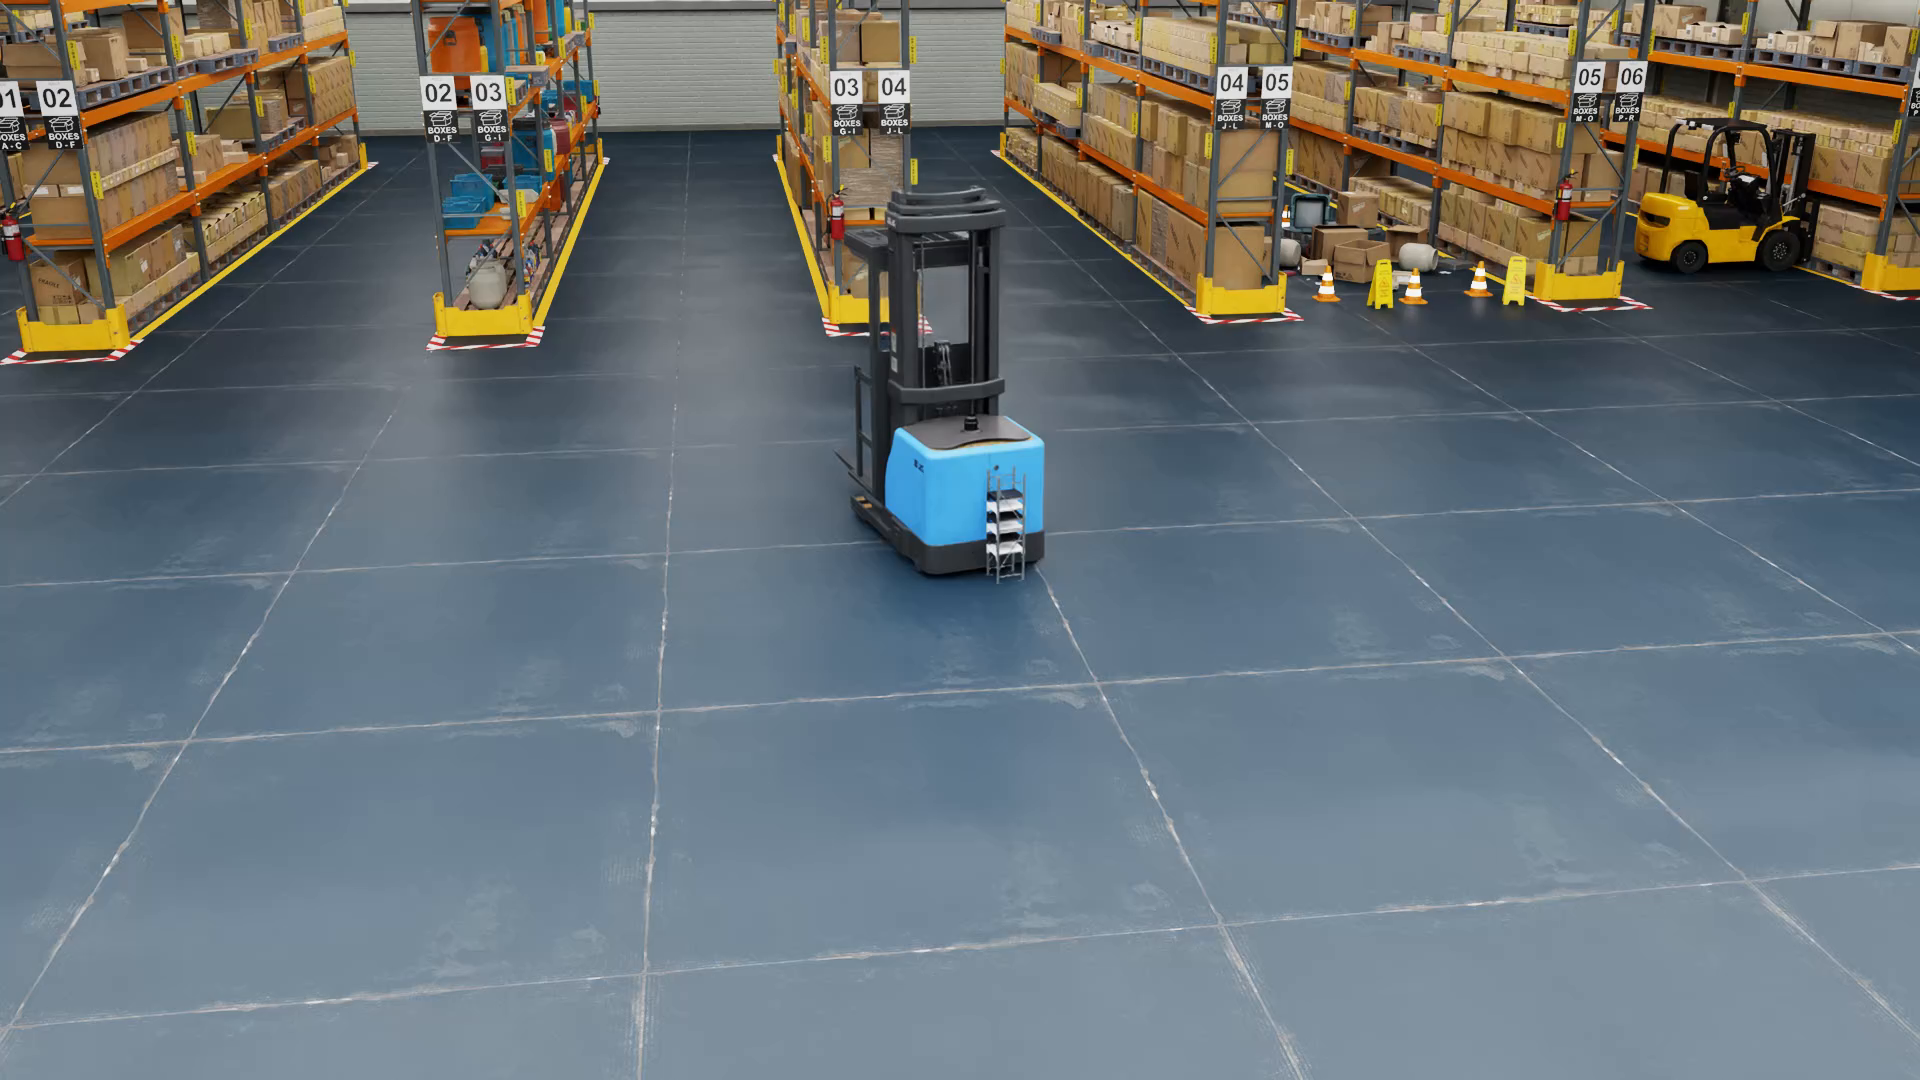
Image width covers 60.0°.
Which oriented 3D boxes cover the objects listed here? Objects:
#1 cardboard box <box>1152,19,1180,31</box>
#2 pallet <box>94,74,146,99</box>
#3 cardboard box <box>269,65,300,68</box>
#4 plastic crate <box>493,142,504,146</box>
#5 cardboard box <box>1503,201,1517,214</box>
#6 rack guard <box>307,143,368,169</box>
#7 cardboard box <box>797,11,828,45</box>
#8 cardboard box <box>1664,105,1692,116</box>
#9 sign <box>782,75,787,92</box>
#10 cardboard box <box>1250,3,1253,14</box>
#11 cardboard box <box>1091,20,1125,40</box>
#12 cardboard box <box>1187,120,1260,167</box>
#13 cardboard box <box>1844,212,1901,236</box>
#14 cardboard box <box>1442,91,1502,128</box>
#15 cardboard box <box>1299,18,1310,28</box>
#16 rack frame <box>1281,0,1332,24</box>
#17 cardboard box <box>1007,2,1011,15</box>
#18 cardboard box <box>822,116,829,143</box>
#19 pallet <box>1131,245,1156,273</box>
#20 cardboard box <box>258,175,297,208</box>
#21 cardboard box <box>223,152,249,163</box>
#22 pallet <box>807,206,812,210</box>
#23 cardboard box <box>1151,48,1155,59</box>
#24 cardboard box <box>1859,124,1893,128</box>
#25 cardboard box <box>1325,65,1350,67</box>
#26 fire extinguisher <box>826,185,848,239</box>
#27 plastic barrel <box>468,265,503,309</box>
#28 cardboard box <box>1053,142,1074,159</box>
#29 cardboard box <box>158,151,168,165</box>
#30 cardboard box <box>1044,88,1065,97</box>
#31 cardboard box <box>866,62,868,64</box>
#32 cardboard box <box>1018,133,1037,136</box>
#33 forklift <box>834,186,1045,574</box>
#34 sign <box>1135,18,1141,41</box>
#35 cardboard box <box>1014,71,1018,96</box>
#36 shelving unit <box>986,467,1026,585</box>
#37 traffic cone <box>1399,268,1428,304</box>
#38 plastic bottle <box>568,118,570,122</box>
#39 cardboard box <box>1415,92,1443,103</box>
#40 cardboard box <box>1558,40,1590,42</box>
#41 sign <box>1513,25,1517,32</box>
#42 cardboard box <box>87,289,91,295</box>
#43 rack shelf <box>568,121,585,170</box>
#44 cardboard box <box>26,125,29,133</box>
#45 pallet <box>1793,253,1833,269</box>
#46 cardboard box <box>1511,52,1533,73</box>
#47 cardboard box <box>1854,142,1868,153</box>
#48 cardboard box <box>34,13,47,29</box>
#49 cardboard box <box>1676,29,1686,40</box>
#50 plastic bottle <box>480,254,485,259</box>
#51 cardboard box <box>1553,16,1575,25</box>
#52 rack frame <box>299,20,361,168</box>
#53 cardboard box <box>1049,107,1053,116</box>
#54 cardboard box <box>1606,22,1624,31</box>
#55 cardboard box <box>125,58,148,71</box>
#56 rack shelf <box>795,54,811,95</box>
[{"bbox_3d":[3.002,-7.486,24.162,0.380,0.149,0.250,-3,21,-8],"label":"cardboard box"},{"bbox_3d":[-11.193,-5.835,21.392,1.003,0.211,1.213,-3,21,-8],"label":"pallet"},{"bbox_3d":[-13.146,-8.986,32.416,0.500,0.500,0.500,-3,21,-7],"label":"cardboard box"},{"bbox_3d":[-7.259,-6.276,26.640,0.402,0.464,0.583,-3,21,-8],"label":"plastic crate"},{"bbox_3d":[8.146,-4.839,24.217,0.380,0.149,0.250,-3,21,-7],"label":"cardboard box"},{"bbox_3d":[-13.233,-8.145,35.308,1.175,0.500,0.348,-3,21,-8],"label":"rack guard"},{"bbox_3d":[-2.405,-8.405,27.289,0.500,0.500,0.500,-3,21,-7],"label":"cardboard box"},{"bbox_3d":[12.409,-7.424,28.735,0.380,0.149,0.250,-3,21,-9],"label":"cardboard box"},{"bbox_3d":[-3.413,-8.869,32.326,0.100,0.325,0.005,-3,21,-8],"label":"sign"},{"bbox_3d":[6.532,-11.426,35.619,0.500,0.311,0.500,-3,21,-7],"label":"cardboard box"},{"bbox_3d":[2.522,-8.631,28.135,0.500,0.311,0.500,-3,21,-8],"label":"cardboard box"},{"bbox_3d":[3.603,-5.408,22.651,0.875,0.550,0.550,-3,21,-8],"label":"cardboard box"},{"bbox_3d":[13.208,-4.573,24.073,0.500,0.250,0.500,-2,21,-6],"label":"cardboard box"},{"bbox_3d":[7.944,-6.677,25.808,0.700,0.500,0.500,-3,21,-8],"label":"cardboard box"},{"bbox_3d":[6.778,-9.992,32.128,0.380,0.166,0.250,-4,21,-11],"label":"cardboard box"},{"bbox_3d":[6.942,-11.766,32.856,1.000,3.000,0.127,-3,21,-8],"label":"rack frame"},{"bbox_3d":[1.290,-11.456,35.814,0.500,0.250,0.500,-3,21,-7],"label":"cardboard box"},{"bbox_3d":[-1.606,-5.479,22.602,0.500,0.500,0.500,-3,21,-8],"label":"cardboard box"},{"bbox_3d":[3.244,-4.327,25.500,1.003,0.211,1.213,-3,21,-8],"label":"pallet"},{"bbox_3d":[-12.022,-6.134,29.296,0.500,0.500,0.500,-3,21,-8],"label":"cardboard box"},{"bbox_3d":[-11.688,-6.157,26.773,0.380,0.149,0.250,-3,21,-8],"label":"cardboard box"},{"bbox_3d":[-2.327,-6.041,30.089,1.003,0.211,1.213,-3,21,-8],"label":"pallet"},{"bbox_3d":[3.002,-7.113,24.301,0.380,0.149,0.250,-3,21,-8],"label":"cardboard box"},{"bbox_3d":[13.666,-6.124,24.832,0.380,0.149,0.250,-3,21,-9],"label":"cardboard box"},{"bbox_3d":[7.391,-8.973,32.382,0.500,0.500,0.500,-2,21,-6],"label":"cardboard box"},{"bbox_3d":[-1.574,-4.201,21.289,0.296,0.674,0.183,-3,21,-8],"label":"fire extinguisher"},{"bbox_3d":[-6.206,-3.306,21.736,0.421,0.512,0.421,0,20,0],"label":"plastic barrel"},{"bbox_3d":[2.052,-7.417,31.689,0.500,0.250,0.500,-2,21,-6],"label":"cardboard box"},{"bbox_3d":[-11.189,-5.278,22.991,0.380,0.149,0.250,-4,21,-9],"label":"cardboard box"},{"bbox_3d":[1.812,-8.508,31.618,0.380,0.149,0.250,-3,21,-8],"label":"cardboard box"},{"bbox_3d":[-1.045,-6.287,22.120,0.380,0.149,0.250,-3,21,-8],"label":"cardboard box"},{"bbox_3d":[1.438,-8.636,35.674,0.380,0.149,0.250,-2,21,-6],"label":"cardboard box"},{"bbox_3d":[-0.326,-1.580,14.258,1.130,2.935,3.031,-8,22,-20],"label":"forklift"},{"bbox_3d":[2.676,-7.665,24.975,0.100,0.325,0.005,-3,21,-8],"label":"sign"},{"bbox_3d":[1.434,-9.718,35.380,0.500,0.500,0.500,-3,21,-7],"label":"cardboard box"},{"bbox_3d":[0.366,-0.113,13.233,0.258,0.900,0.210,-8,22,-20],"label":"shelving unit"},{"bbox_3d":[6.284,-3.522,22.985,0.336,0.463,0.334,-3,21,-8],"label":"traffic cone"},{"bbox_3d":[-7.211,-7.599,30.453,0.152,0.276,0.135,-3,21,-8],"label":"plastic bottle"},{"bbox_3d":[7.693,-7.259,27.268,0.380,0.149,0.250,-4,21,-9],"label":"cardboard box"},{"bbox_3d":[8.746,-7.037,23.703,0.380,0.149,0.250,-2,21,-6],"label":"cardboard box"},{"bbox_3d":[8.631,-7.863,25.955,0.100,0.325,0.005,-3,21,-8],"label":"sign"},{"bbox_3d":[-11.391,-3.054,21.436,0.500,0.250,0.500,-3,21,-8],"label":"cardboard box"},{"bbox_3d":[-7.477,-7.176,30.171,1.077,0.370,4.000,-3,21,-8],"label":"rack shelf"},{"bbox_3d":[-17.240,-7.495,30.326,0.380,0.149,0.250,-3,21,-7],"label":"cardboard box"},{"bbox_3d":[13.259,-4.430,25.775,1.003,0.211,1.213,-3,21,-8],"label":"pallet"},{"bbox_3d":[8.181,-6.792,23.616,0.500,0.250,0.500,-2,21,-6],"label":"cardboard box"},{"bbox_3d":[13.213,-5.689,24.090,0.380,0.149,0.250,-3,21,-7],"label":"cardboard box"},{"bbox_3d":[-17.467,-9.714,31.122,0.500,0.250,0.500,-3,21,-9],"label":"cardboard box"},{"bbox_3d":[12.437,-8.600,28.285,0.380,0.149,0.250,-3,21,-8],"label":"cardboard box"},{"bbox_3d":[-6.821,-3.949,23.773,0.097,0.271,0.097,0,20,0],"label":"plastic bottle"},{"bbox_3d":[11.750,-10.083,32.256,0.380,0.149,0.250,-2,21,-7],"label":"cardboard box"},{"bbox_3d":[-13.244,-9.342,34.941,1.000,3.000,0.127,-3,21,-8],"label":"rack frame"},{"bbox_3d":[1.887,-8.051,31.243,0.380,0.149,0.250,-4,21,-10],"label":"cardboard box"},{"bbox_3d":[12.141,-9.454,30.599,0.380,0.149,0.250,-2,21,-7],"label":"cardboard box"},{"bbox_3d":[-11.070,-6.333,22.157,0.380,0.149,0.250,-3,21,-8],"label":"cardboard box"},{"bbox_3d":[-1.999,-7.446,26.607,1.077,0.370,4.000,-3,21,-8],"label":"rack shelf"}]
